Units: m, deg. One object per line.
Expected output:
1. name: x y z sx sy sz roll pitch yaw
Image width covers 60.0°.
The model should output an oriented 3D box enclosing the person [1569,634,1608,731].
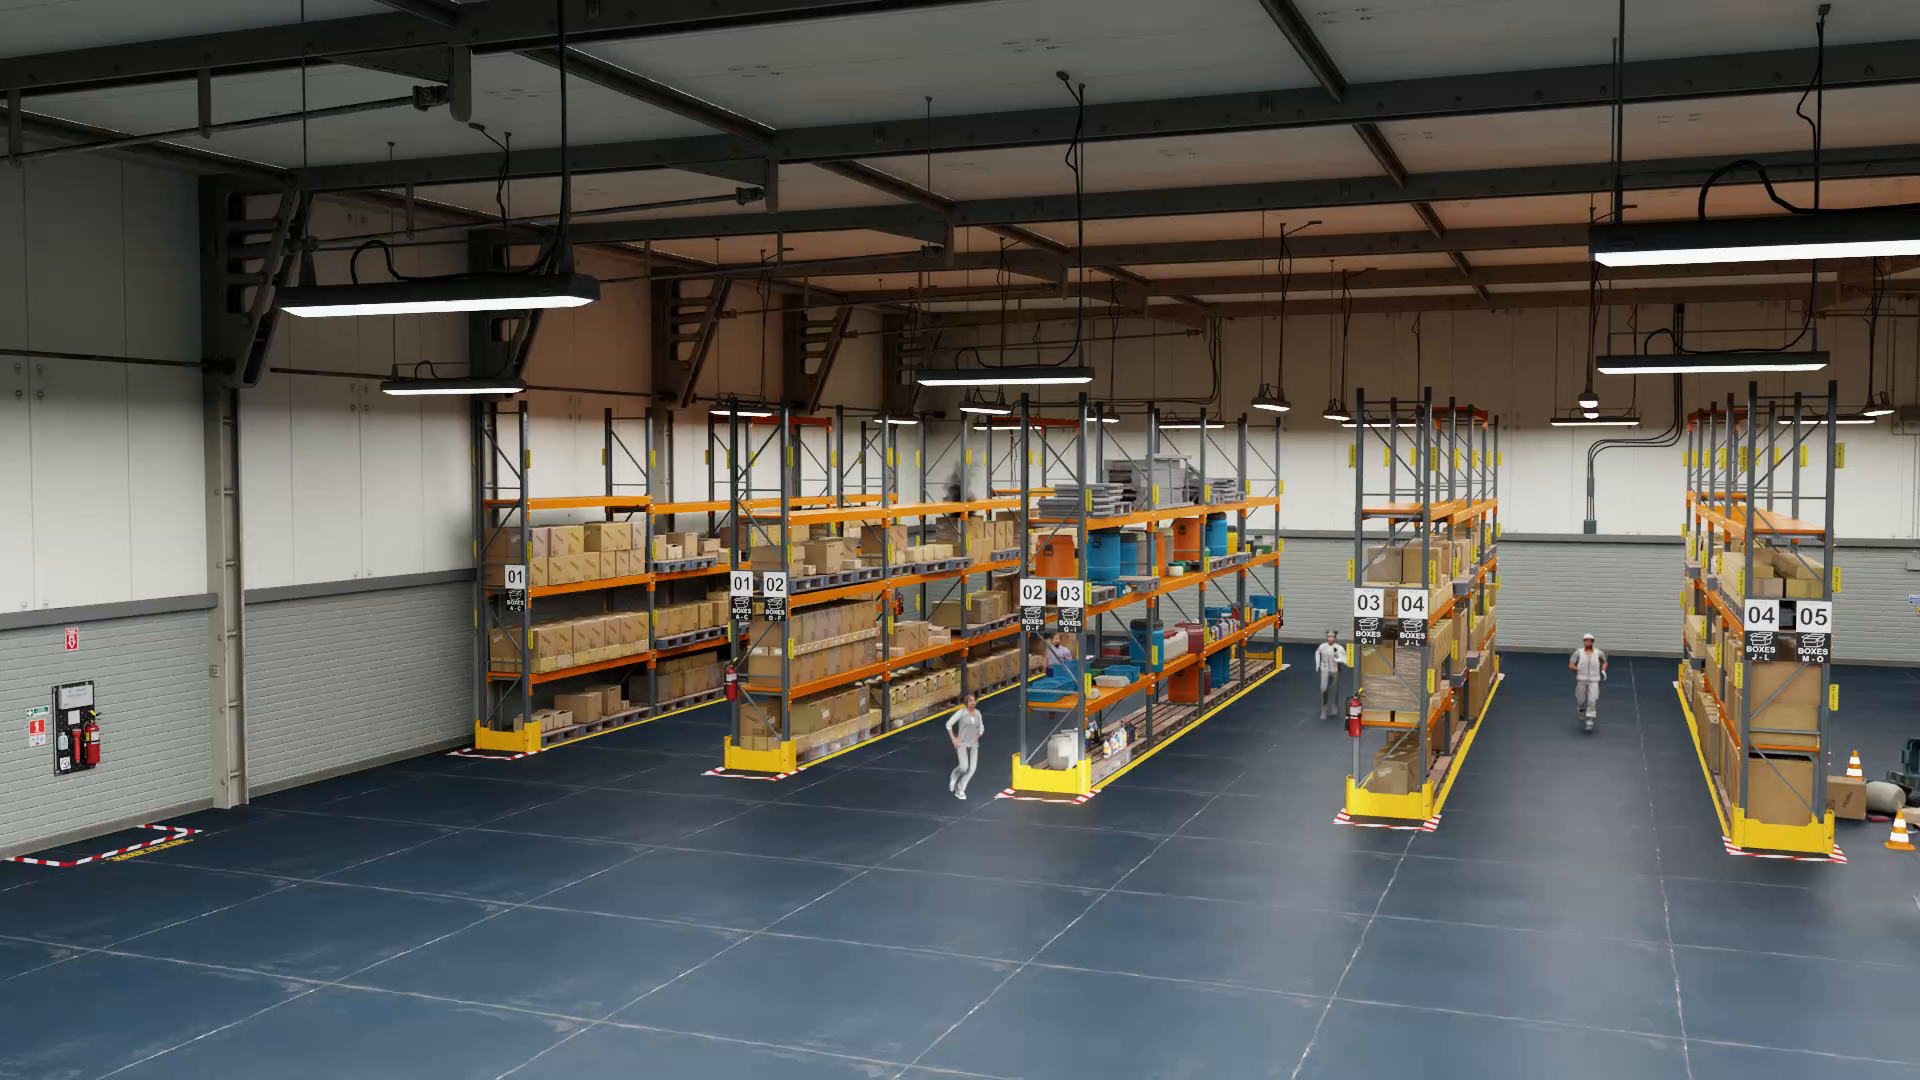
1. person: 11.611 2.615 30.738 0.667 1.767 0.940 1 3 20

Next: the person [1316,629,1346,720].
1. person: 7.168 2.589 32.146 0.598 1.736 0.826 1 3 17

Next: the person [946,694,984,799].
1. person: 0.115 3.047 24.553 0.540 1.527 0.491 -1 3 -27

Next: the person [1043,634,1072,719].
1. person: 1.875 2.624 32.211 0.620 1.613 0.823 1 3 19
